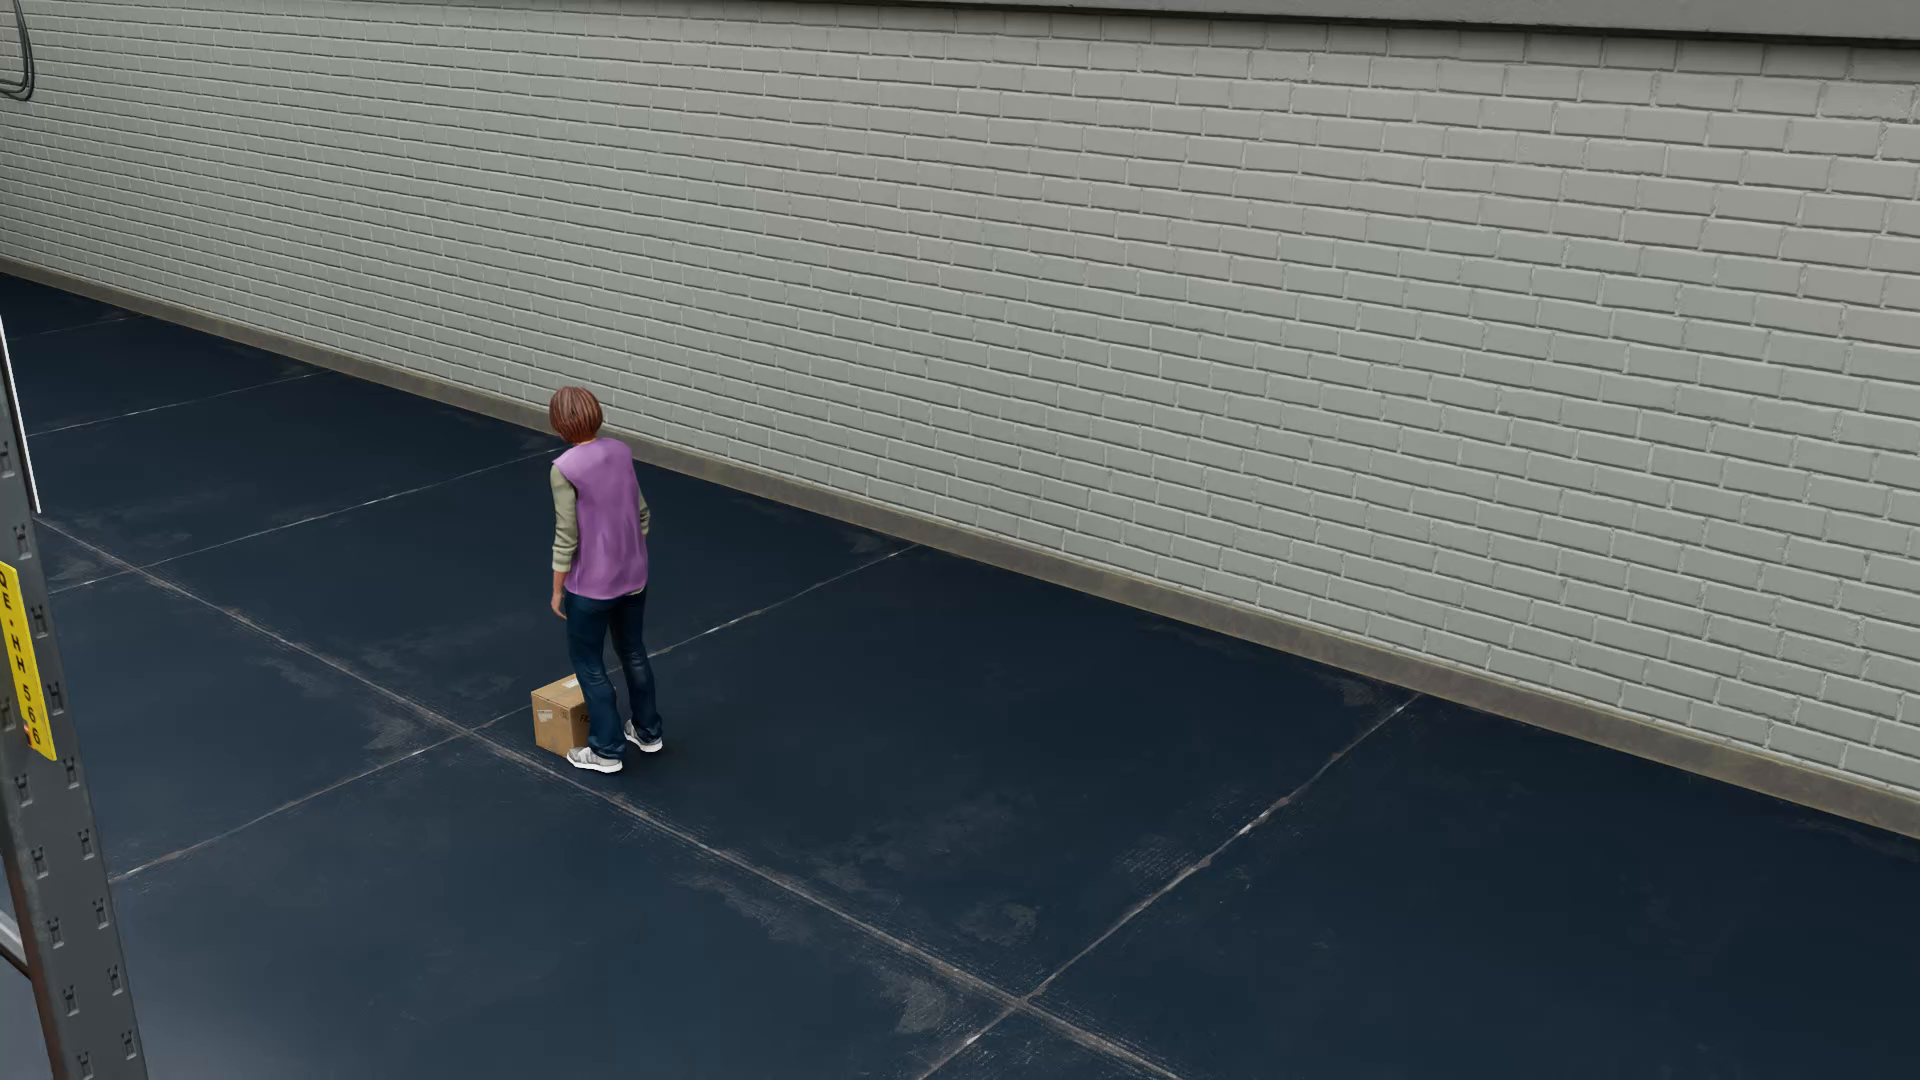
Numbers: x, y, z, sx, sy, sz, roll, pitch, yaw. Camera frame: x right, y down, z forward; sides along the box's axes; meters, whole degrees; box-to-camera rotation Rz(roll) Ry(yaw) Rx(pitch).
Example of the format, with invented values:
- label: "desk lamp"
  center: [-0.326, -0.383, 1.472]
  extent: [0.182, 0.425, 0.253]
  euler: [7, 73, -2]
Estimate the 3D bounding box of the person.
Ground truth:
- label: "person"
  center: [-1.430, 0.167, 6.649]
  extent: [0.350, 1.592, 0.467]
  euler: [16, 26, 36]
